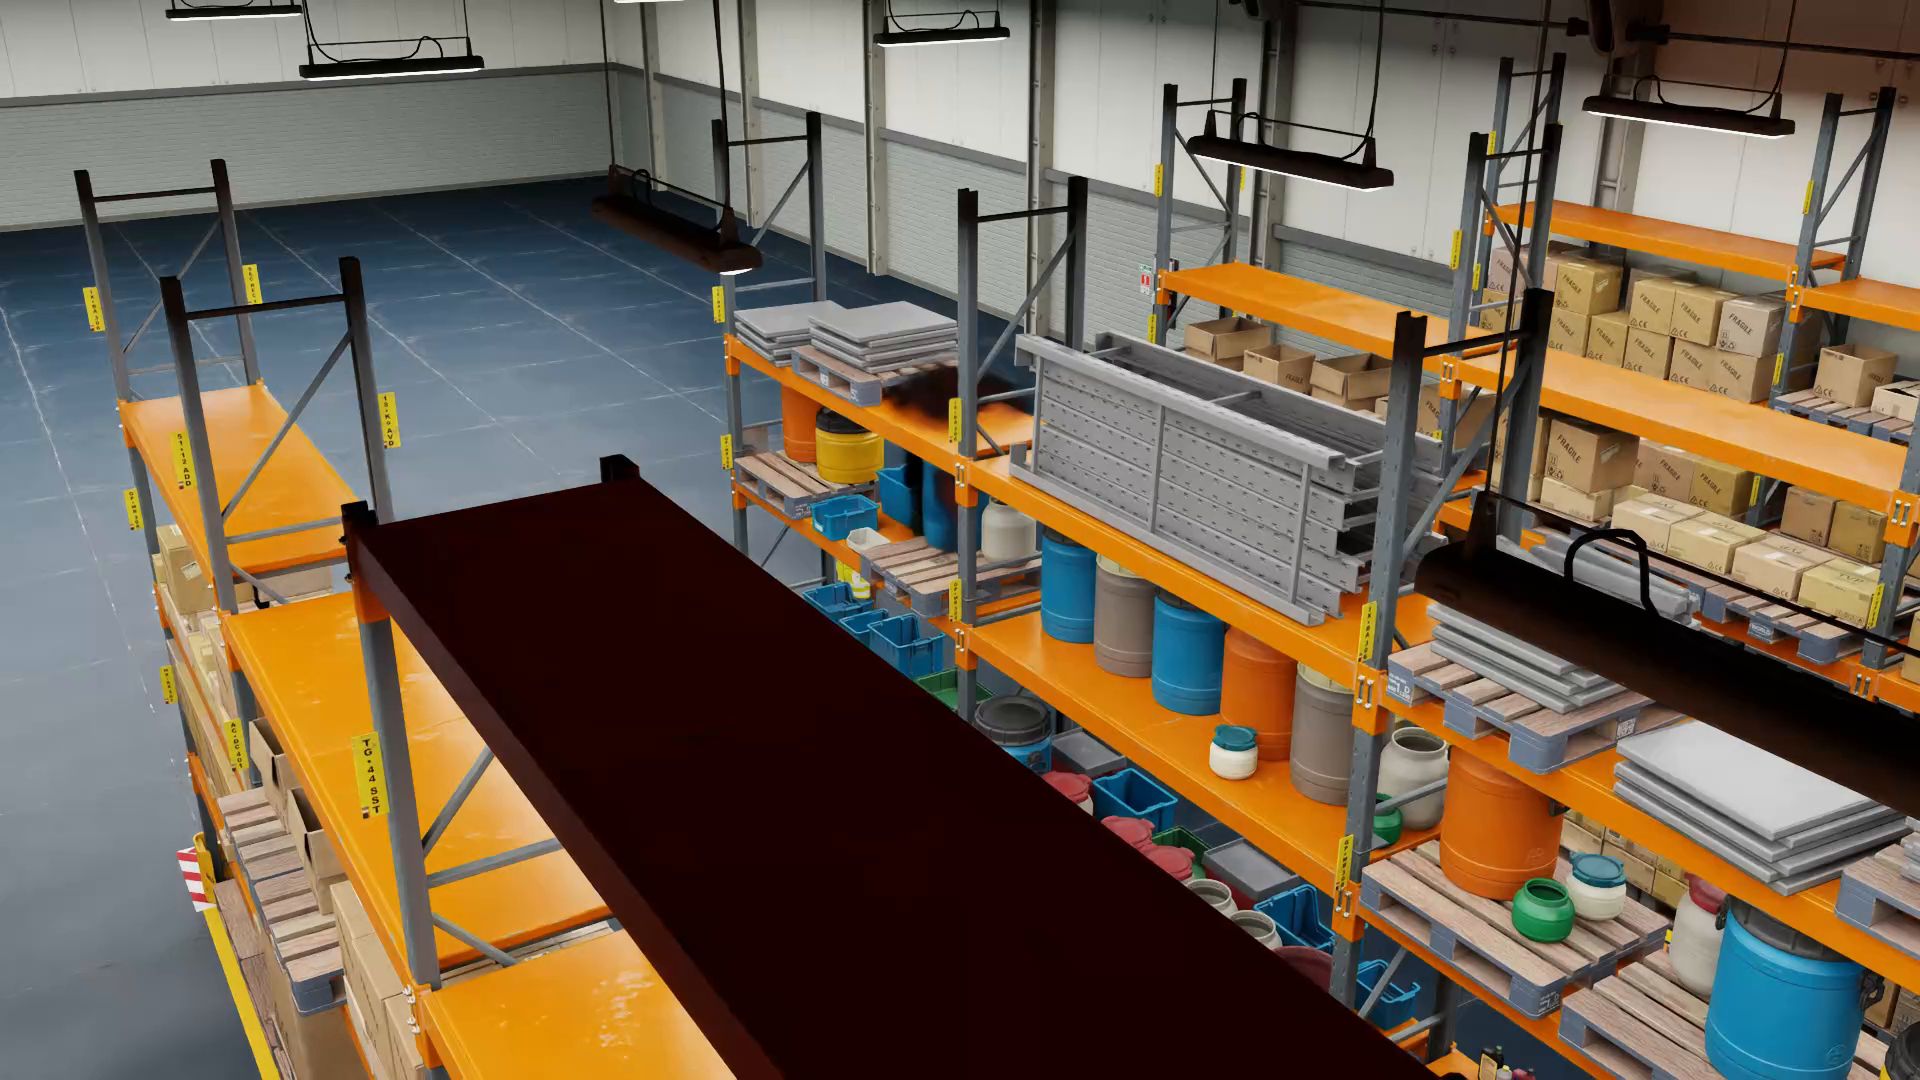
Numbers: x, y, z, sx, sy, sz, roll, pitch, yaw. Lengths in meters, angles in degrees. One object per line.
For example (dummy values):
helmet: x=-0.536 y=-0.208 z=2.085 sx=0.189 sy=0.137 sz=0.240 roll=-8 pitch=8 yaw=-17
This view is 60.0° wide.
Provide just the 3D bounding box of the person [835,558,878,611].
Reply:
person: x=-1.113 y=0.587 z=17.624 sx=0.356 sy=1.806 sz=0.666 roll=-19 pitch=28 yaw=-39
